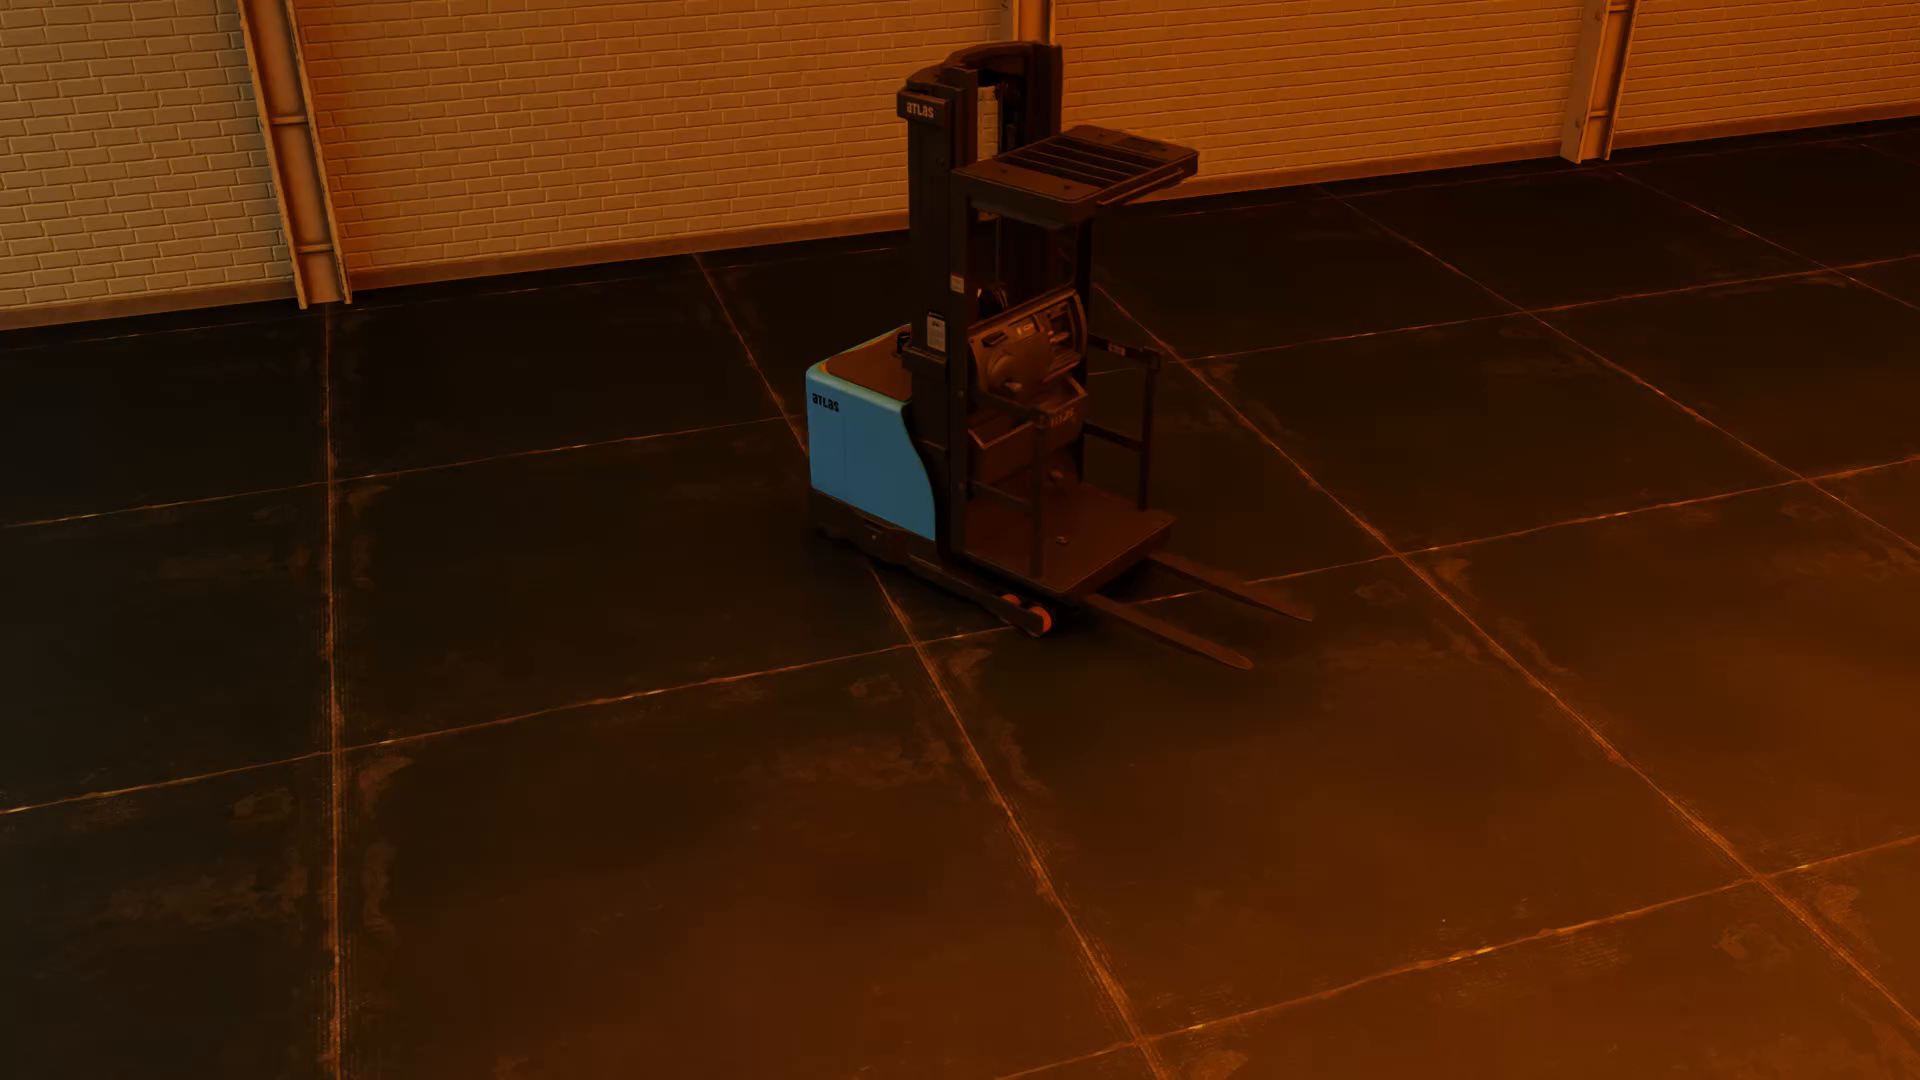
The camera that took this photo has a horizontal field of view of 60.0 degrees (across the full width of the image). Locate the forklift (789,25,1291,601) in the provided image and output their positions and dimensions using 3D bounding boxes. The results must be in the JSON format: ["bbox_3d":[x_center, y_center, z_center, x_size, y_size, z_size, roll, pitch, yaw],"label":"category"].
[{"bbox_3d":[0.561,-1.405,9.529,3.031,2.935,1.130,-13,32,-21],"label":"forklift"}]
